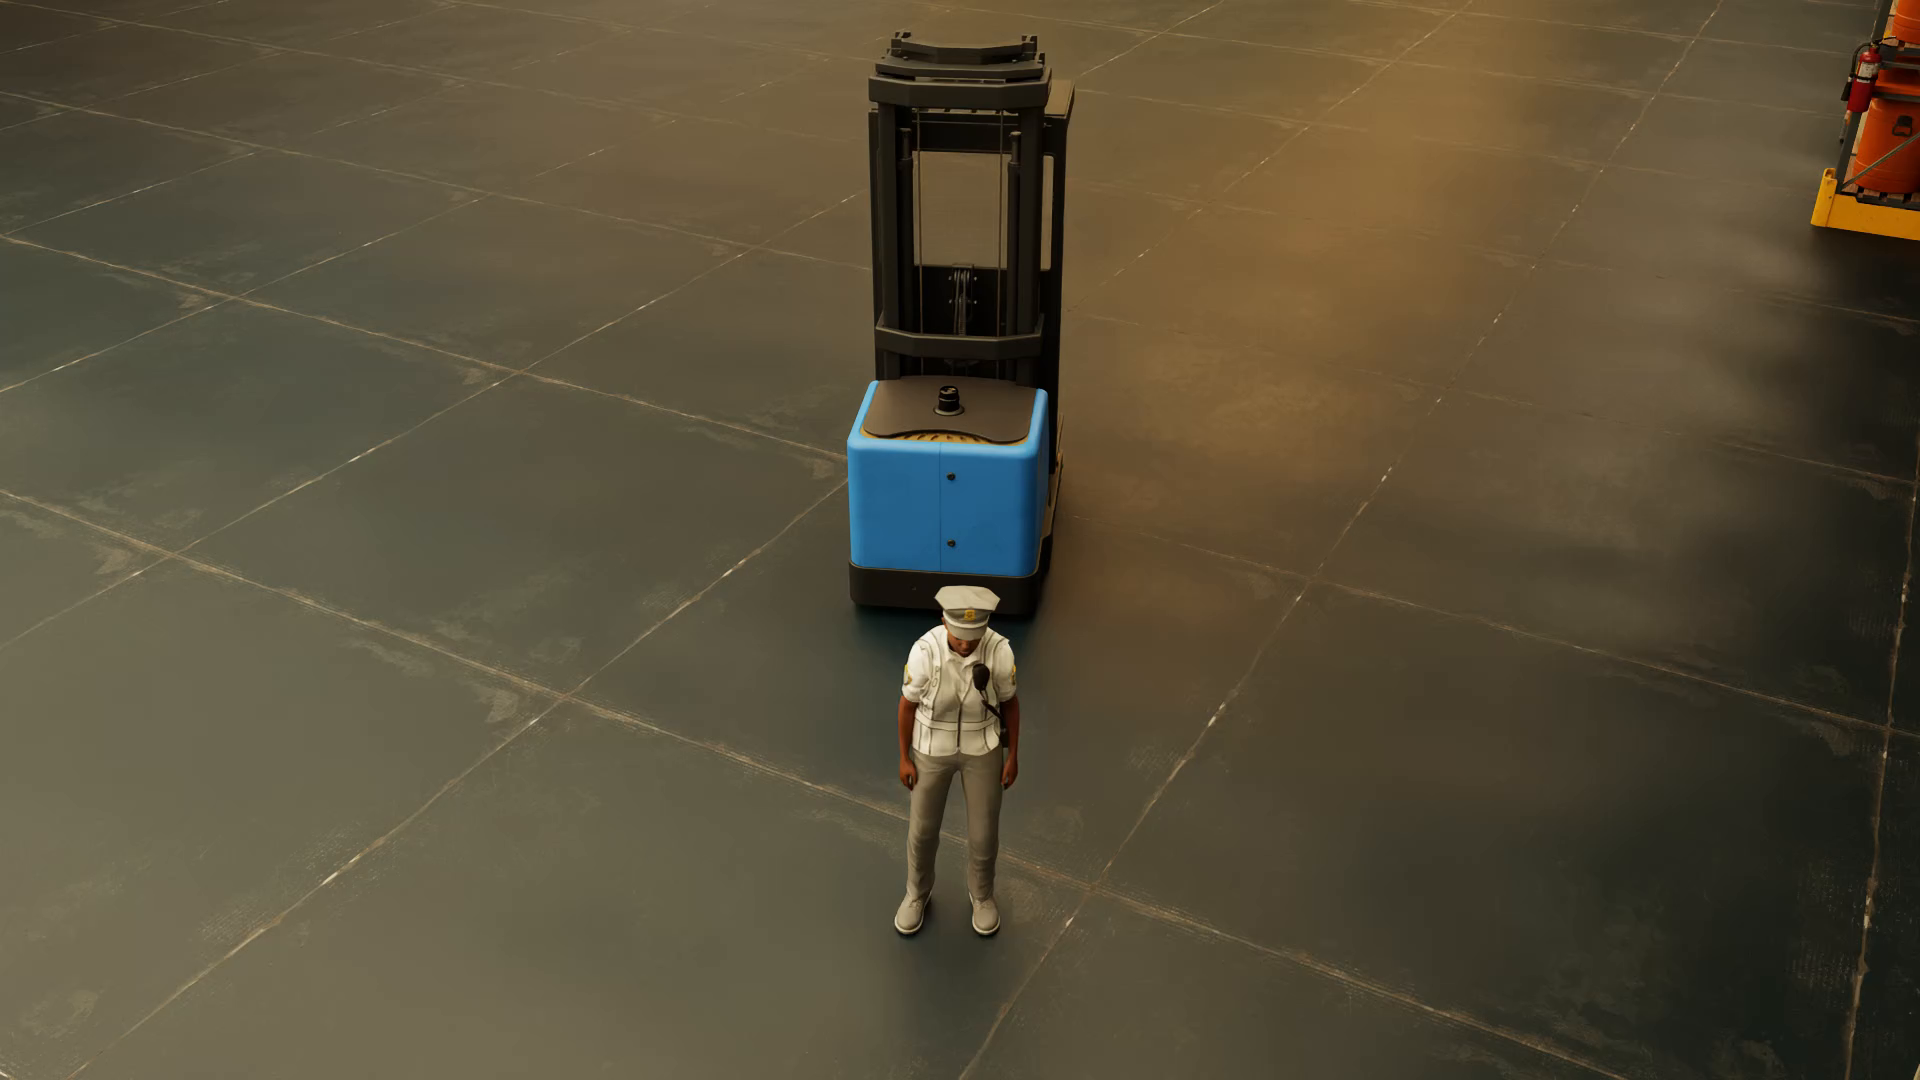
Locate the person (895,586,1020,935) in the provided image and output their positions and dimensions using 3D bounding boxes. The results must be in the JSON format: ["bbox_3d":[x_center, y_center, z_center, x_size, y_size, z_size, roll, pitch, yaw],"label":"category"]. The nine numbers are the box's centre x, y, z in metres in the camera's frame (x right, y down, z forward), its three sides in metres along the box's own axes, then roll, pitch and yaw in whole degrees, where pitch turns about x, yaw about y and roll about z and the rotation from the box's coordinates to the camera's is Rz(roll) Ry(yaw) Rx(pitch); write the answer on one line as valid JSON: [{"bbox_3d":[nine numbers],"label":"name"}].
[{"bbox_3d":[-0.018,0.887,6.811,0.527,1.656,0.397,-1,30,-1],"label":"person"}]

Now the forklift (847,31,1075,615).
[{"bbox_3d":[0.072,-1.572,9.794,1.130,2.935,3.031,3,30,6],"label":"forklift"}]
